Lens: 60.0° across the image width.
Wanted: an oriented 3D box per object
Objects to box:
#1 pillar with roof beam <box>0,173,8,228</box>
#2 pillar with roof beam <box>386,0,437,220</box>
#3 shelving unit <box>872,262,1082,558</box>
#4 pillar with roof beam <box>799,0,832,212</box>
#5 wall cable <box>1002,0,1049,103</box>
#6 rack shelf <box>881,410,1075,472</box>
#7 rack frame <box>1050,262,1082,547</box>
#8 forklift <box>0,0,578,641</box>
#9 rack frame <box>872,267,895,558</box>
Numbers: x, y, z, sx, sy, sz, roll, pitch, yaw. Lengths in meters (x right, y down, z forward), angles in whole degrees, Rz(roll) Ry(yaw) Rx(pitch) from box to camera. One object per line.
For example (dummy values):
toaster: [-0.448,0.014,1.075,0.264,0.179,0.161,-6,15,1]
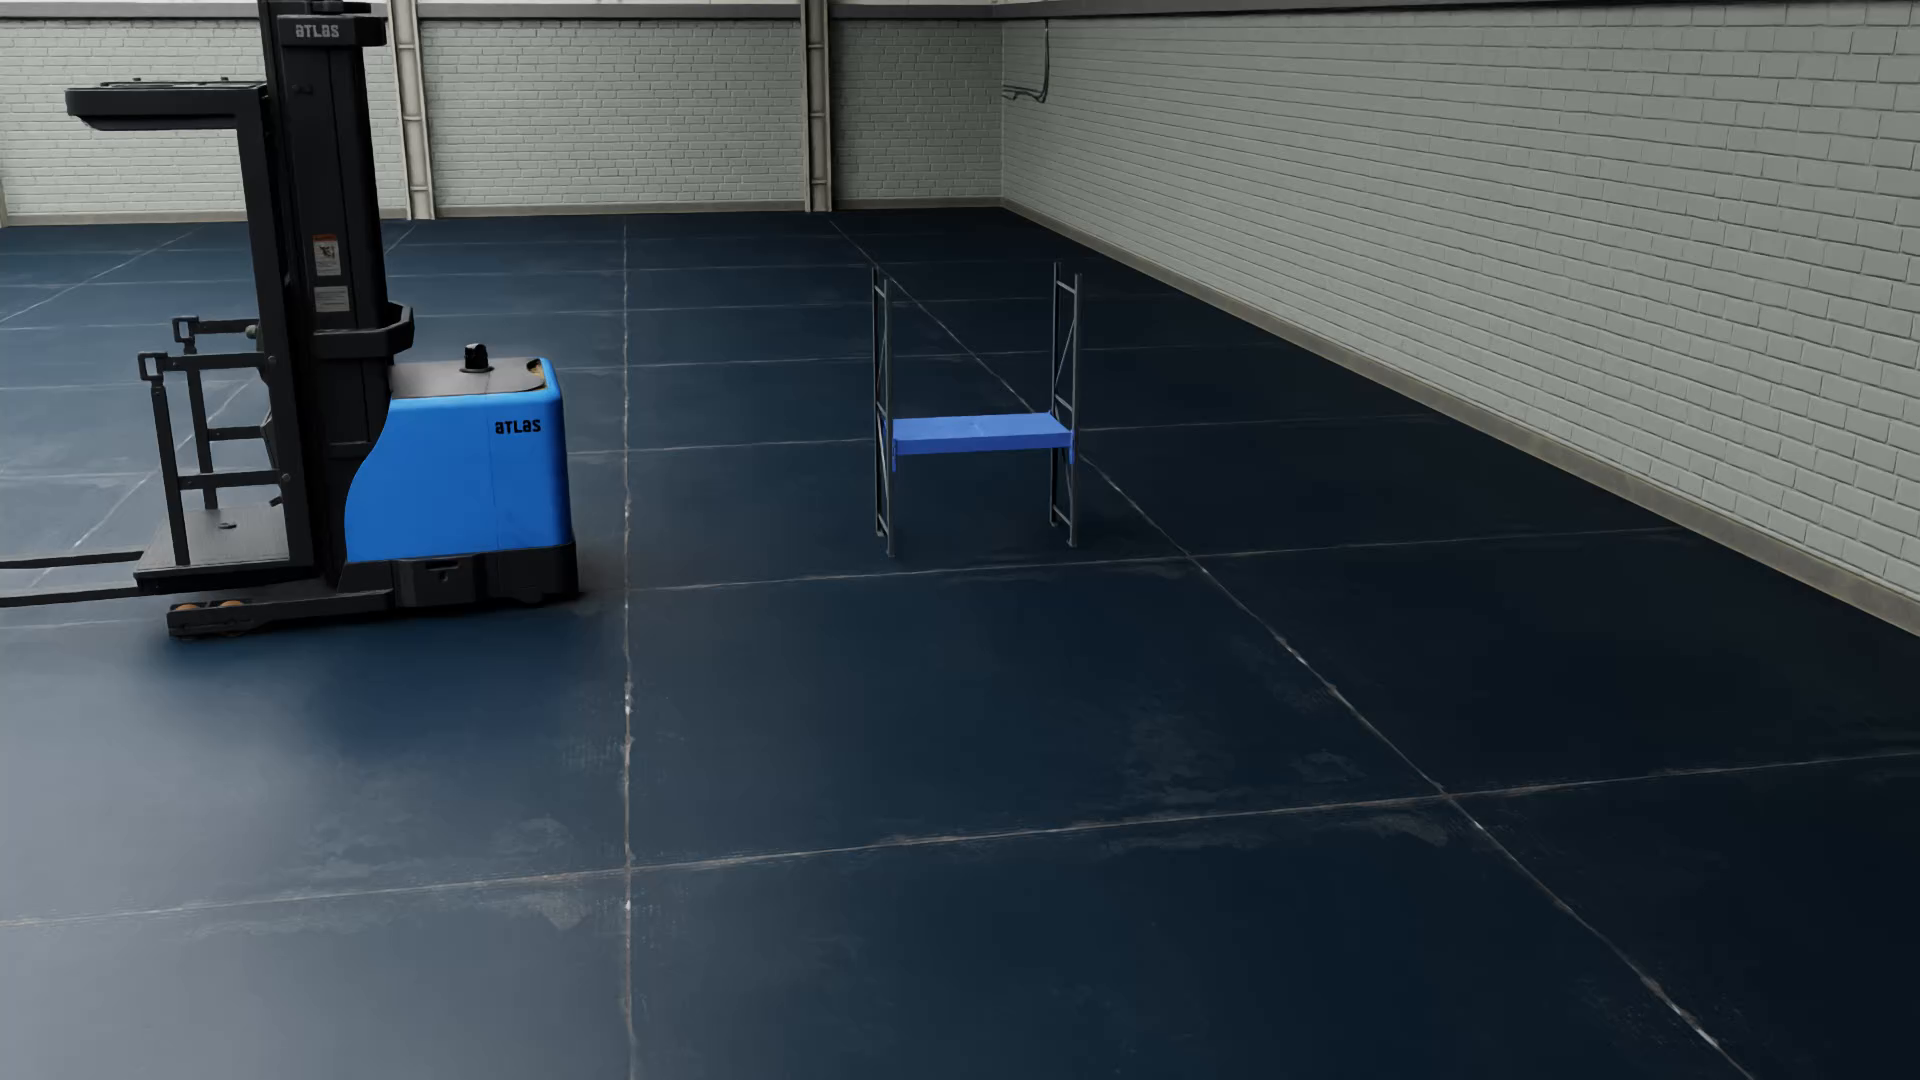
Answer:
pillar with roof beam: [-13.196,-7.584,18.677,0.400,9.000,9.100,-3,17,-10]
pillar with roof beam: [-7.304,-7.918,19.765,0.400,9.000,9.100,-3,17,-10]
shelving unit: [0.084,-0.722,9.107,1.048,1.500,0.538,-3,17,-10]
pillar with roof beam: [-1.413,-8.252,20.853,0.400,9.000,9.100,-3,17,-10]
wall cable: [0.913,-7.792,24.642,0.112,2.526,3.097,-3,17,-10]
rack shelf: [0.084,-0.550,9.160,1.000,0.185,0.538,-3,17,-10]
rack frame: [0.583,-0.750,9.199,0.032,1.500,0.500,-3,17,-10]
forklift: [-3.486,-1.103,7.911,3.031,2.935,1.130,-5,18,-16]
rack frame: [-0.415,-0.693,9.015,0.032,1.500,0.500,-3,17,-10]
